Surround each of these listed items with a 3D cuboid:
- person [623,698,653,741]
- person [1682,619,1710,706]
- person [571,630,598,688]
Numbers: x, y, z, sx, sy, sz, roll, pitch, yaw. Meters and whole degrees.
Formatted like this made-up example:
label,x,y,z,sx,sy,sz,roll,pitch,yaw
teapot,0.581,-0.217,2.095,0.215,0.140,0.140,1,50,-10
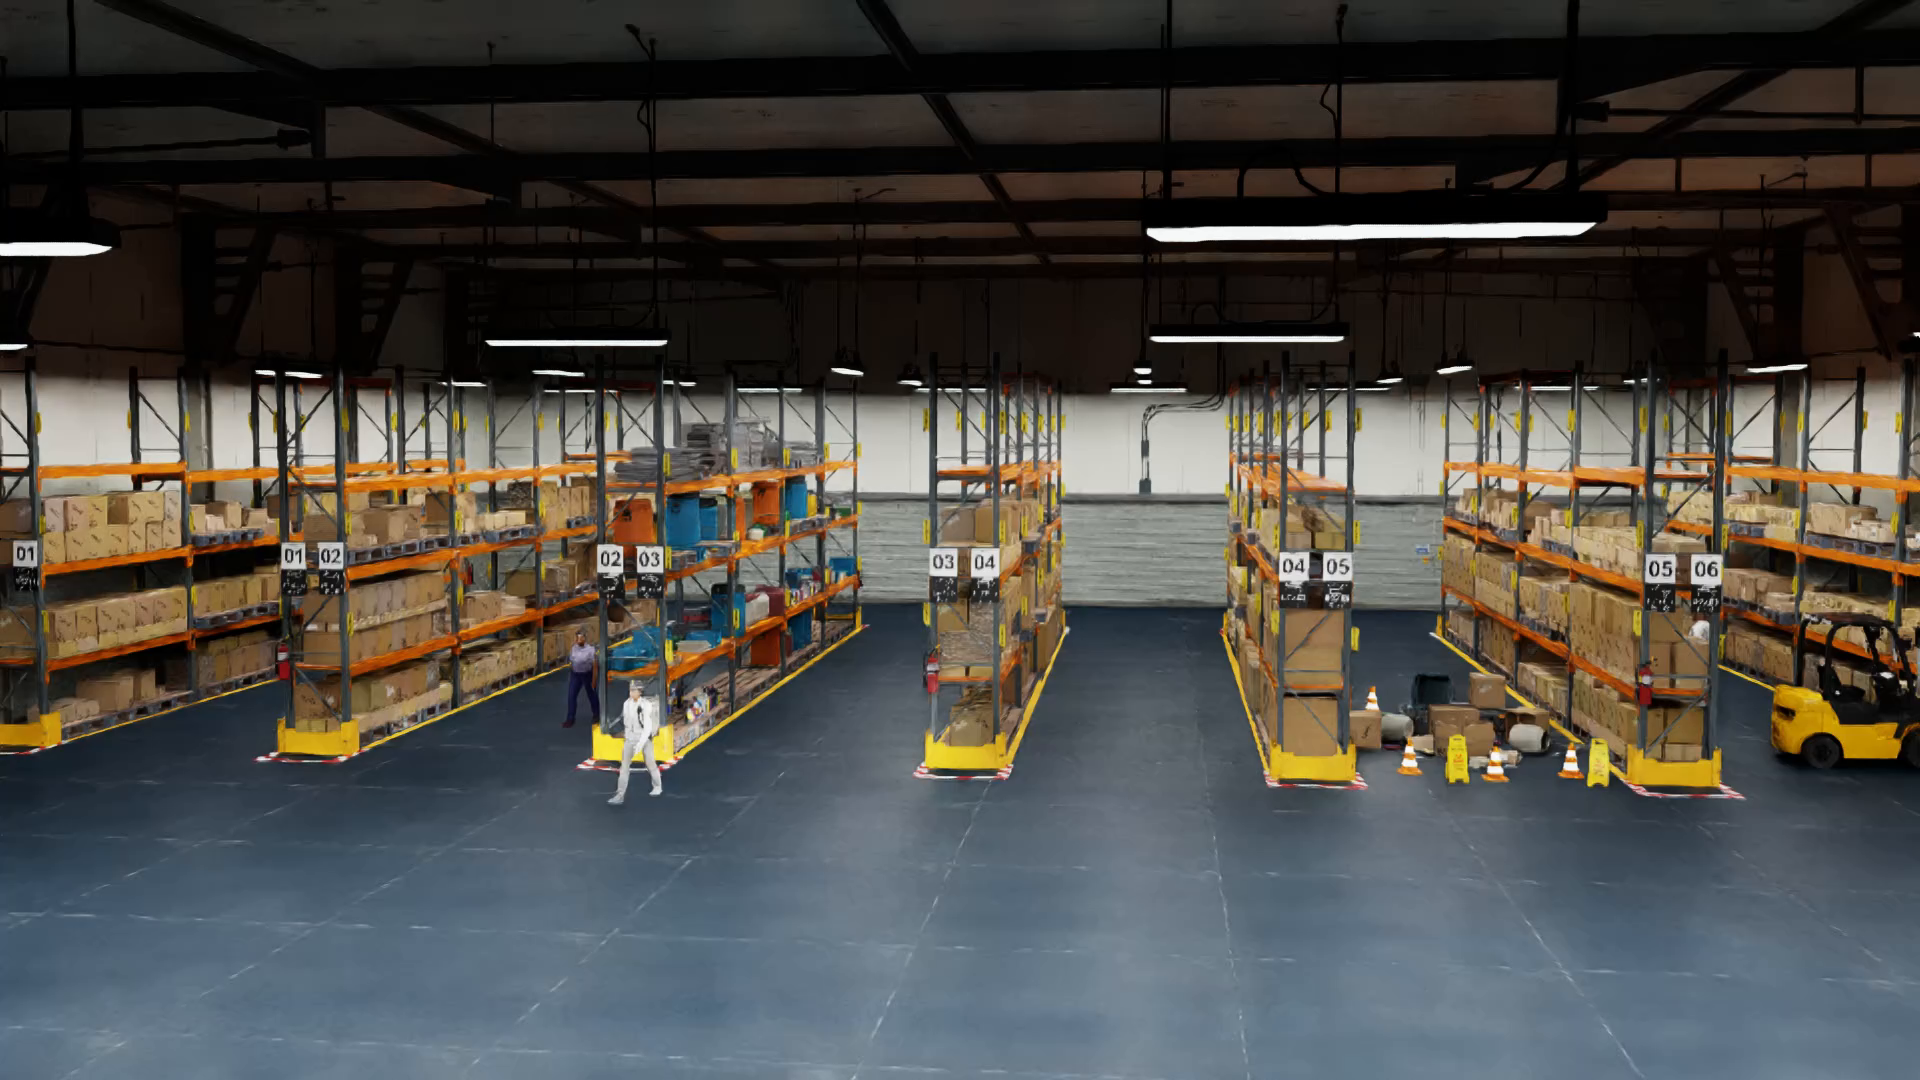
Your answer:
label,x,y,z,sx,sy,sz,roll,pitch,yaw
person,-4.248,2.355,21.920,0.393,0.569,0.371,1,4,16
person,12.998,2.153,29.373,0.562,1.518,0.522,3,5,35
person,-6.225,1.965,27.483,0.478,0.972,0.368,0,4,4
